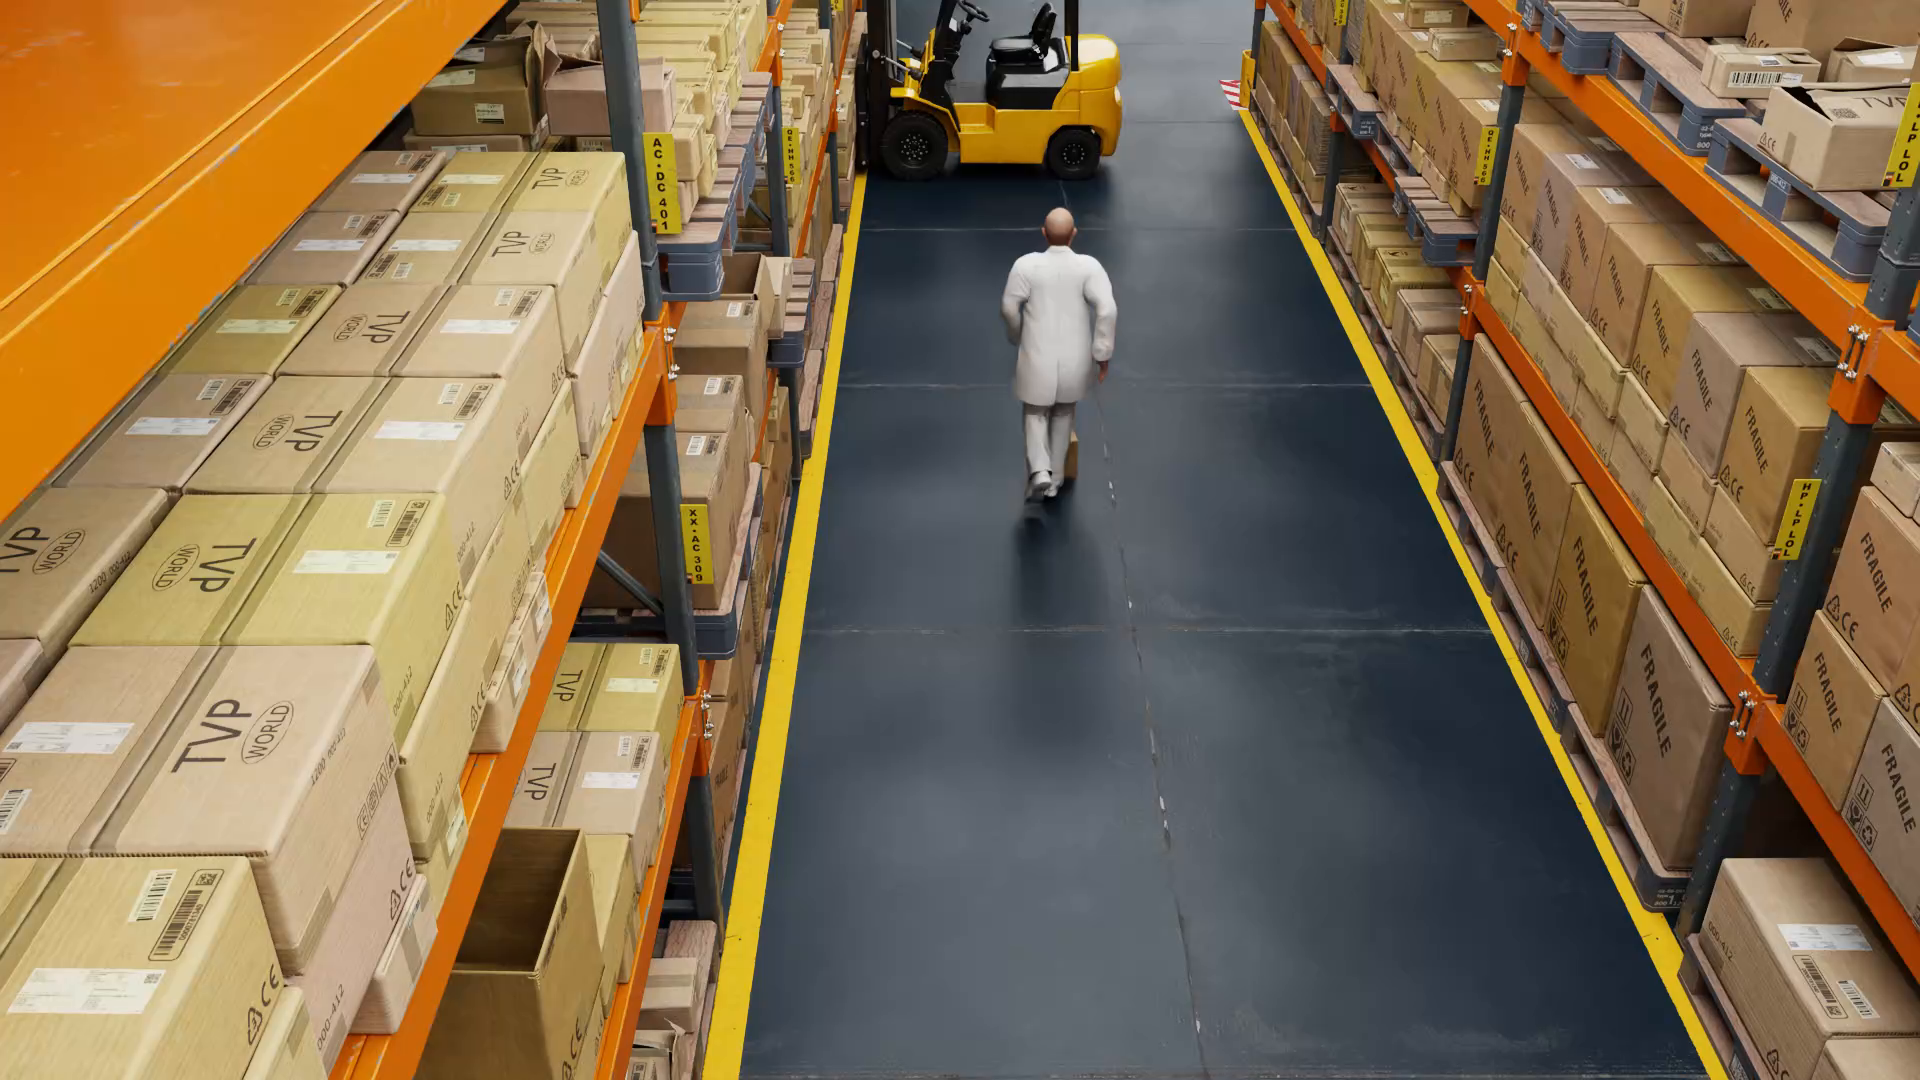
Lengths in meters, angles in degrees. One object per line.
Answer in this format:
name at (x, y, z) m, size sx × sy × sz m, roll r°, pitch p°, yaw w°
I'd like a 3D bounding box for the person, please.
person at (0.564, -1.005, 9.648) m, size 0.666 × 1.746 × 0.772 m, roll -1°, pitch 31°, yaw -2°
